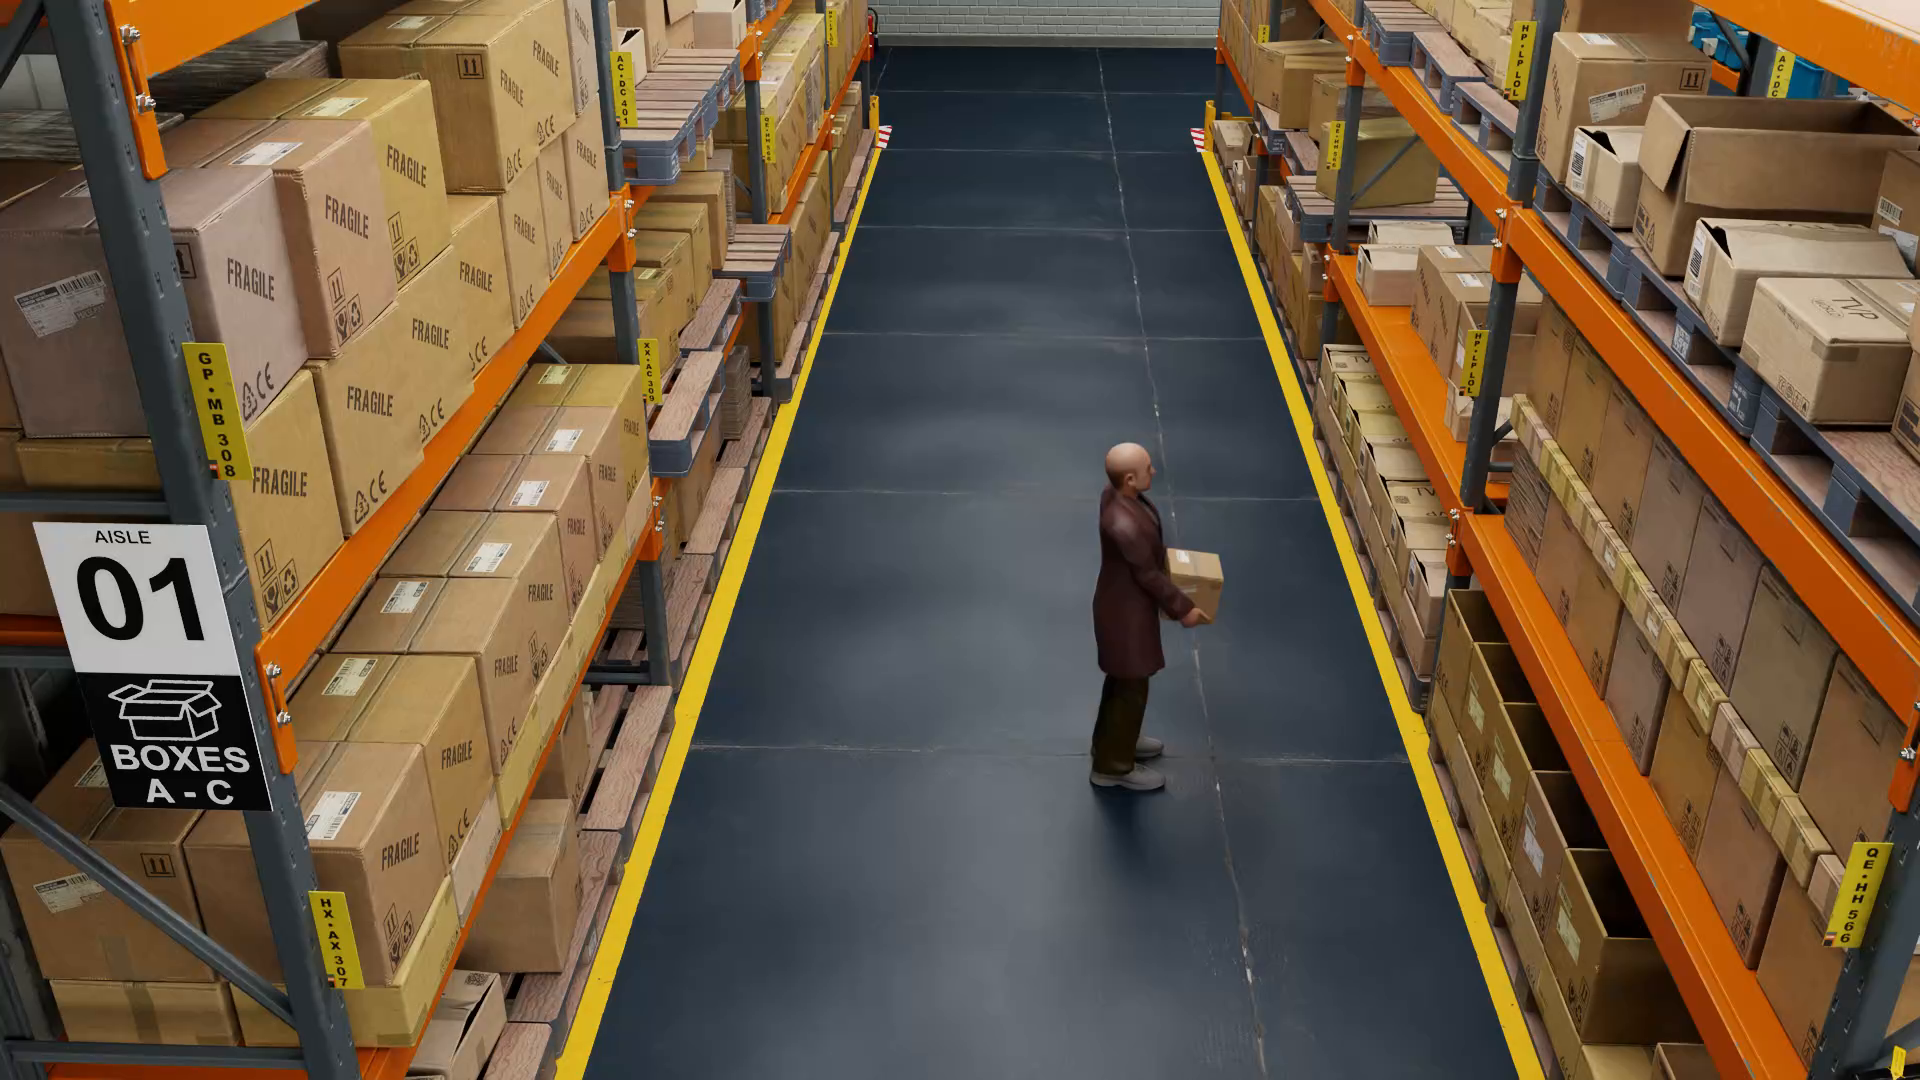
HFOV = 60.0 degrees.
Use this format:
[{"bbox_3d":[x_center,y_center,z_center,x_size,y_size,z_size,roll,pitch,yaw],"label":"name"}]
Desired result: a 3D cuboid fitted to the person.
[{"bbox_3d":[0.908,0.358,7.955,0.545,1.779,0.524,1,28,2],"label":"person"}]
